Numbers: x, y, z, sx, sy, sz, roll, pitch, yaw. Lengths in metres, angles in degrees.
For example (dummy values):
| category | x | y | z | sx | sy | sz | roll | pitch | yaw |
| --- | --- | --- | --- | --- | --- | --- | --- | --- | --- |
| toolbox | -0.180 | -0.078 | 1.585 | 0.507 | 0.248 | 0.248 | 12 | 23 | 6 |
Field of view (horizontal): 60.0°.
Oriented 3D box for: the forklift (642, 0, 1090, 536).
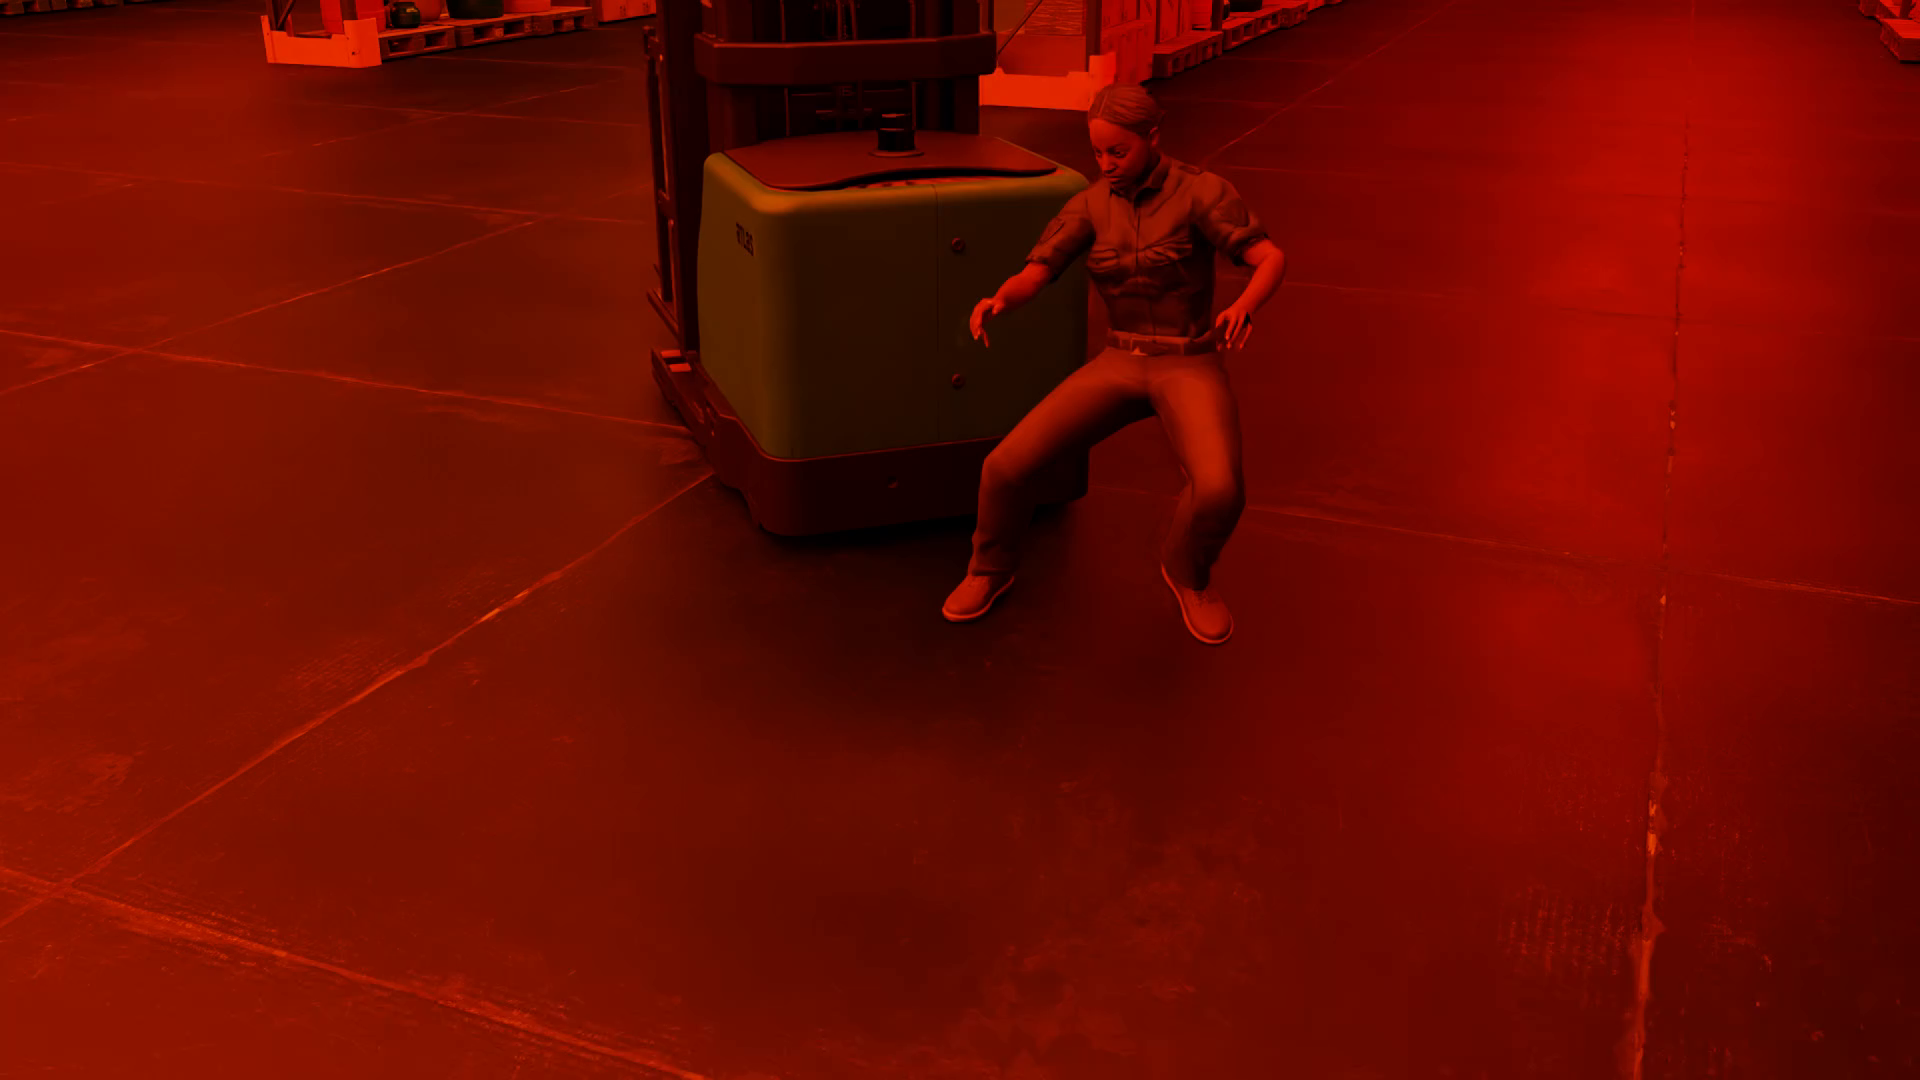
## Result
| category | x | y | z | sx | sy | sz | roll | pitch | yaw |
| --- | --- | --- | --- | --- | --- | --- | --- | --- | --- |
| forklift | -0.562 | -1.902 | 5.843 | 1.130 | 2.935 | 3.031 | -8 | 24 | -18 |

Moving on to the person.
| category | x | y | z | sx | sy | sz | roll | pitch | yaw |
| --- | --- | --- | --- | --- | --- | --- | --- | --- | --- |
| person | 0.376 | -0.407 | 4.211 | 0.873 | 1.427 | 0.716 | 14 | 26 | 29 |
